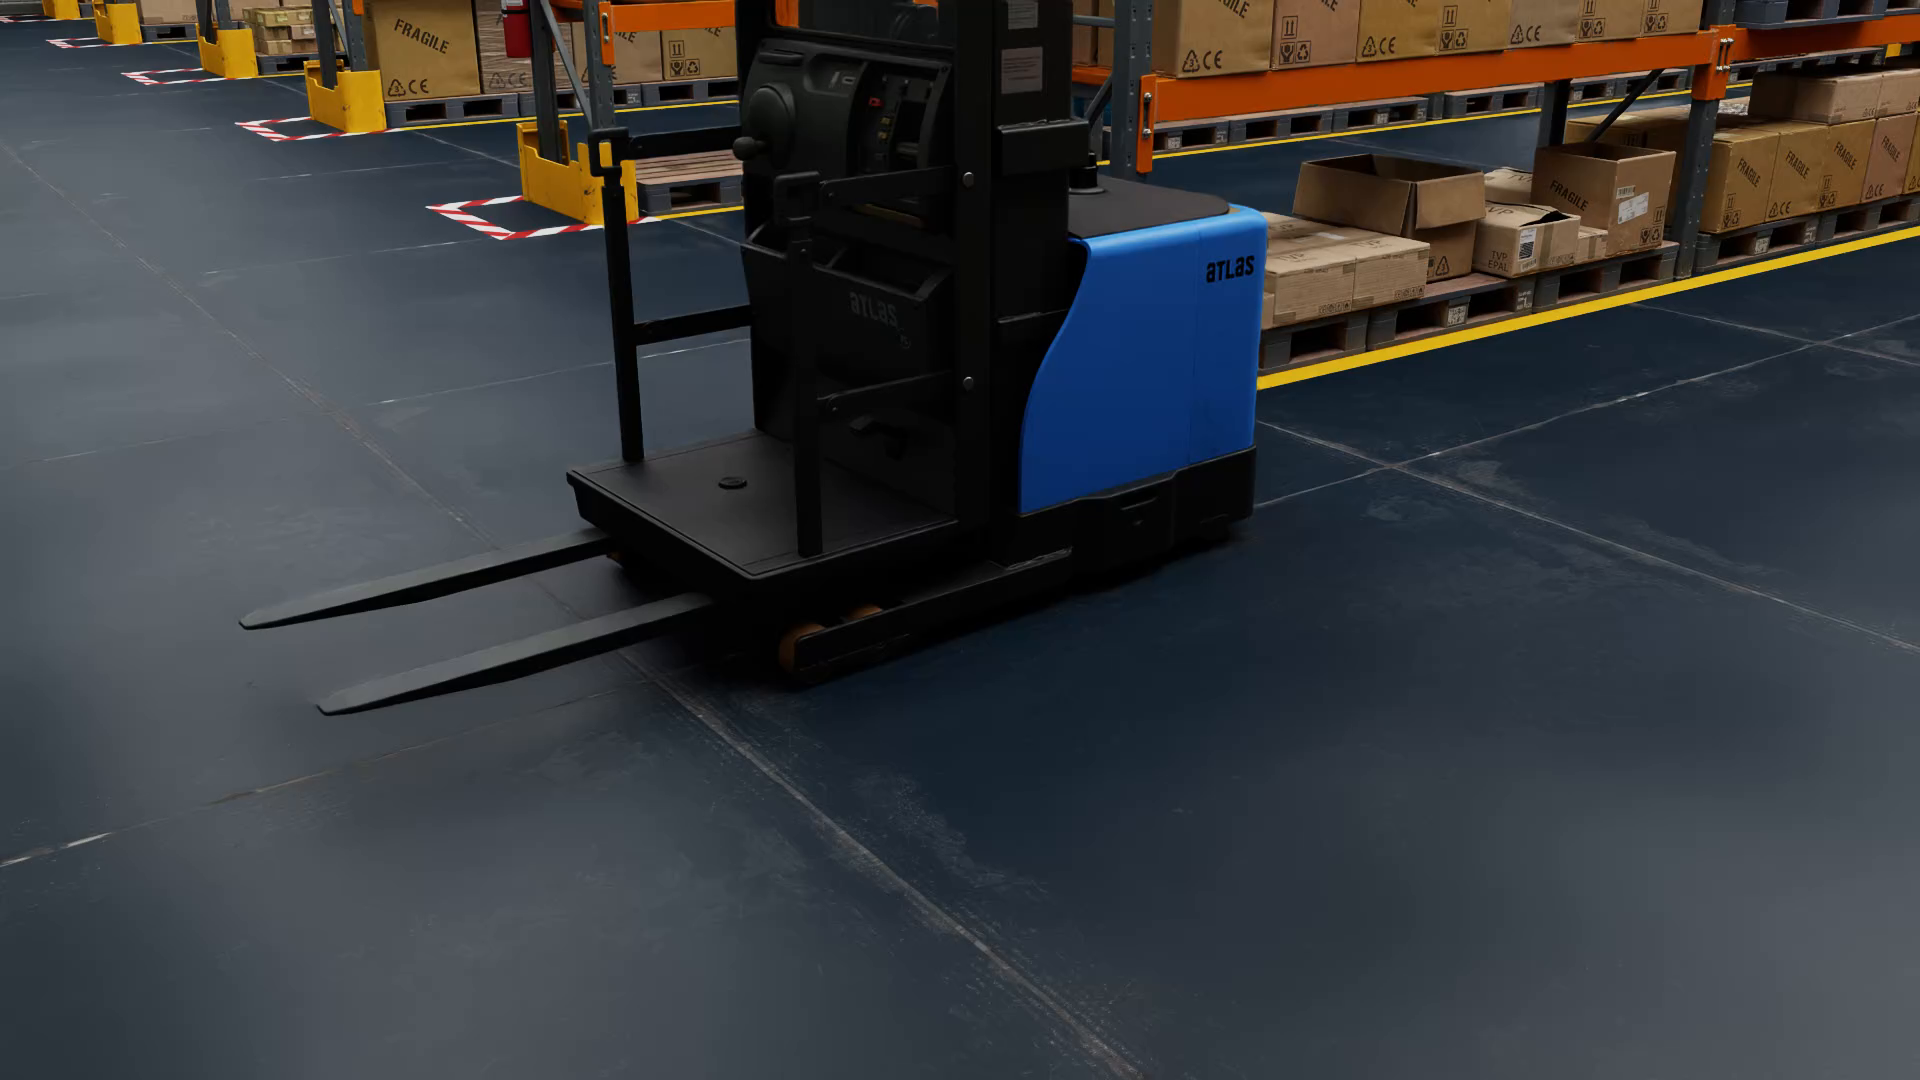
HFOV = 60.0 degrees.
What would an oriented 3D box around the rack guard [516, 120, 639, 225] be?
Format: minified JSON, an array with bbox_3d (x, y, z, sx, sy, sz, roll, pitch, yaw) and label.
[{"bbox_3d":[-2.506,-2.412,10.860,0.348,0.500,1.175,-15,26,-33],"label":"rack guard"}]

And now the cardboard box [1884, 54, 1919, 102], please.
[{"bbox_3d":[6.224,-2.927,10.547,0.500,0.250,0.500,-14,26,-31],"label":"cardboard box"}]

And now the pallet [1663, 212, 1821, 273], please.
[{"bbox_3d":[4.281,-1.849,9.839,1.213,0.211,1.003,-15,26,-33],"label":"pallet"}]

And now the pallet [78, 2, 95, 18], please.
[{"bbox_3d":[-13.368,-8.440,26.356,1.213,0.211,1.003,-15,26,-33],"label":"pallet"}]

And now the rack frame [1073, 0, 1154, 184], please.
[{"bbox_3d":[0.396,-2.091,6.683,0.127,3.000,1.000,-15,26,-33],"label":"rack frame"}]

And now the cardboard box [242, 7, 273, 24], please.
[{"bbox_3d":[-7.920,-5.924,18.766,0.250,0.149,0.380,-15,26,-32],"label":"cardboard box"}]

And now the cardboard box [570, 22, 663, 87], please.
[{"bbox_3d":[-3.453,-4.832,15.853,0.875,0.875,0.875,-15,26,-33],"label":"cardboard box"}]

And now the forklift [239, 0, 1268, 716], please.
[{"bbox_3d":[-0.496,-1.193,4.524,3.031,2.935,1.130,-16,27,-35],"label":"forklift"}]

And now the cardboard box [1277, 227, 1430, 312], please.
[{"bbox_3d":[1.815,-1.267,7.734,0.500,0.250,0.500,-15,26,-33],"label":"cardboard box"}]

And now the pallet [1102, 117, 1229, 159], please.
[{"bbox_3d":[1.404,-3.307,13.493,1.213,0.211,1.003,-15,26,-33],"label":"pallet"}]

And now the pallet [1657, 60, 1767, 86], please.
[{"bbox_3d":[7.816,-5.017,17.778,1.213,0.211,1.003,-15,26,-33],"label":"pallet"}]

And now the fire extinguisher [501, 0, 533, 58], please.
[{"bbox_3d":[-2.882,-3.477,10.763,0.183,0.674,0.296,-15,26,-33],"label":"fire extinguisher"}]

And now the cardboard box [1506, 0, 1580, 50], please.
[{"bbox_3d":[2.554,-2.594,7.808,0.500,0.500,0.500,-14,26,-32],"label":"cardboard box"}]

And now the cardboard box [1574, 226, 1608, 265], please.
[{"bbox_3d":[3.077,-1.529,8.528,0.250,0.149,0.380,-15,26,-33],"label":"cardboard box"}]

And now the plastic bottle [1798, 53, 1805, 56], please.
[{"bbox_3d":[9.175,-5.428,18.116,0.133,0.283,0.061,-14,26,-32],"label":"plastic bottle"}]

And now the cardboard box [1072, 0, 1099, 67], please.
[{"bbox_3d":[0.600,-2.316,7.112,0.500,0.500,0.500,-14,26,-31],"label":"cardboard box"}]

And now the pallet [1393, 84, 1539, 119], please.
[{"bbox_3d":[4.651,-4.174,15.666,1.213,0.211,1.003,-15,26,-33],"label":"pallet"}]

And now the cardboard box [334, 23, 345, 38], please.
[{"bbox_3d":[-6.952,-5.776,18.796,0.250,0.149,0.380,-14,26,-31],"label":"cardboard box"}]

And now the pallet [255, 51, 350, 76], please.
[{"bbox_3d":[-7.459,-5.472,18.920,1.213,0.211,1.003,-15,26,-33],"label":"pallet"}]

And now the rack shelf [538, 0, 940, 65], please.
[{"bbox_3d":[-0.870,-3.681,11.637,4.000,0.370,1.077,-15,26,-33],"label":"rack shelf"}]

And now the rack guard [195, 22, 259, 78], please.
[{"bbox_3d":[-8.140,-5.441,18.452,0.348,0.500,1.175,-15,26,-33],"label":"rack guard"}]

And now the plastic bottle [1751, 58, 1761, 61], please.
[{"bbox_3d":[8.456,-5.236,17.636,0.133,0.283,0.061,-14,25,-31],"label":"plastic bottle"}]

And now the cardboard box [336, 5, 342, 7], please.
[{"bbox_3d":[-7.299,-6.092,19.188,0.250,0.149,0.380,-16,27,-35],"label":"cardboard box"}]

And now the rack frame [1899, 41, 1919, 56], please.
[{"bbox_3d":[6.890,-3.822,11.022,0.127,3.000,1.000,-15,26,-33],"label":"rack frame"}]

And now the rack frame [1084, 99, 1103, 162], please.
[{"bbox_3d":[0.753,-4.448,12.589,0.127,3.000,1.000,-15,26,-33],"label":"rack frame"}]

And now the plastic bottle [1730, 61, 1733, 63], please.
[{"bbox_3d":[8.008,-5.134,17.390,0.135,0.276,0.152,-14,26,-31],"label":"plastic bottle"}]

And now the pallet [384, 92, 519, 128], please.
[{"bbox_3d":[-4.783,-3.973,15.163,1.213,0.211,1.003,-15,26,-33],"label":"pallet"}]

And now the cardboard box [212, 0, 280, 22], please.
[{"bbox_3d":[-9.959,-7.432,22.958,0.875,0.438,0.875,-14,26,-31],"label":"cardboard box"}]

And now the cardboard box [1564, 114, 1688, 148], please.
[{"bbox_3d":[3.876,-2.193,9.718,0.500,0.500,0.500,-15,26,-33],"label":"cardboard box"}]

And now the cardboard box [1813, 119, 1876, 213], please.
[{"bbox_3d":[5.014,-2.256,9.876,0.500,0.500,0.500,-15,26,-32],"label":"cardboard box"}]

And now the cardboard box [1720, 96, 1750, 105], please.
[{"bbox_3d":[5.101,-2.517,10.529,0.500,0.500,0.500,-16,27,-35],"label":"cardboard box"}]

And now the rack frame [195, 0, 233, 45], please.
[{"bbox_3d":[-8.201,-6.586,17.948,0.127,3.000,1.000,-15,26,-33],"label":"rack frame"}]

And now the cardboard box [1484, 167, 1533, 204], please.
[{"bbox_3d":[3.176,-1.886,9.205,0.500,0.311,0.500,-15,26,-33],"label":"cardboard box"}]

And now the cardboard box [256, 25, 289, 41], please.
[{"bbox_3d":[-7.626,-5.631,18.434,0.250,0.149,0.380,-14,26,-31],"label":"cardboard box"}]

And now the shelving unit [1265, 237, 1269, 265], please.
[{"bbox_3d":[0.858,-0.625,5.819,0.210,0.900,0.258,-8,22,-33],"label":"shelving unit"}]

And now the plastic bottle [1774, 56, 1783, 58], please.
[{"bbox_3d":[8.794,-5.376,17.897,0.185,0.351,0.144,-14,26,-31],"label":"plastic bottle"}]

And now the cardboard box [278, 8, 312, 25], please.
[{"bbox_3d":[-7.424,-5.840,18.556,0.250,0.149,0.380,-14,26,-32],"label":"cardboard box"}]

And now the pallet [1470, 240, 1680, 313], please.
[{"bbox_3d":[3.085,-1.513,8.997,1.213,0.211,1.003,-15,26,-33],"label":"pallet"}]

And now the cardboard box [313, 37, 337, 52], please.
[{"bbox_3d":[-7.227,-5.611,18.785,0.250,0.149,0.380,-15,26,-32],"label":"cardboard box"}]

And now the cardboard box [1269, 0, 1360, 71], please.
[{"bbox_3d":[1.326,-2.267,6.990,0.500,0.500,0.500,-15,26,-33],"label":"cardboard box"}]
